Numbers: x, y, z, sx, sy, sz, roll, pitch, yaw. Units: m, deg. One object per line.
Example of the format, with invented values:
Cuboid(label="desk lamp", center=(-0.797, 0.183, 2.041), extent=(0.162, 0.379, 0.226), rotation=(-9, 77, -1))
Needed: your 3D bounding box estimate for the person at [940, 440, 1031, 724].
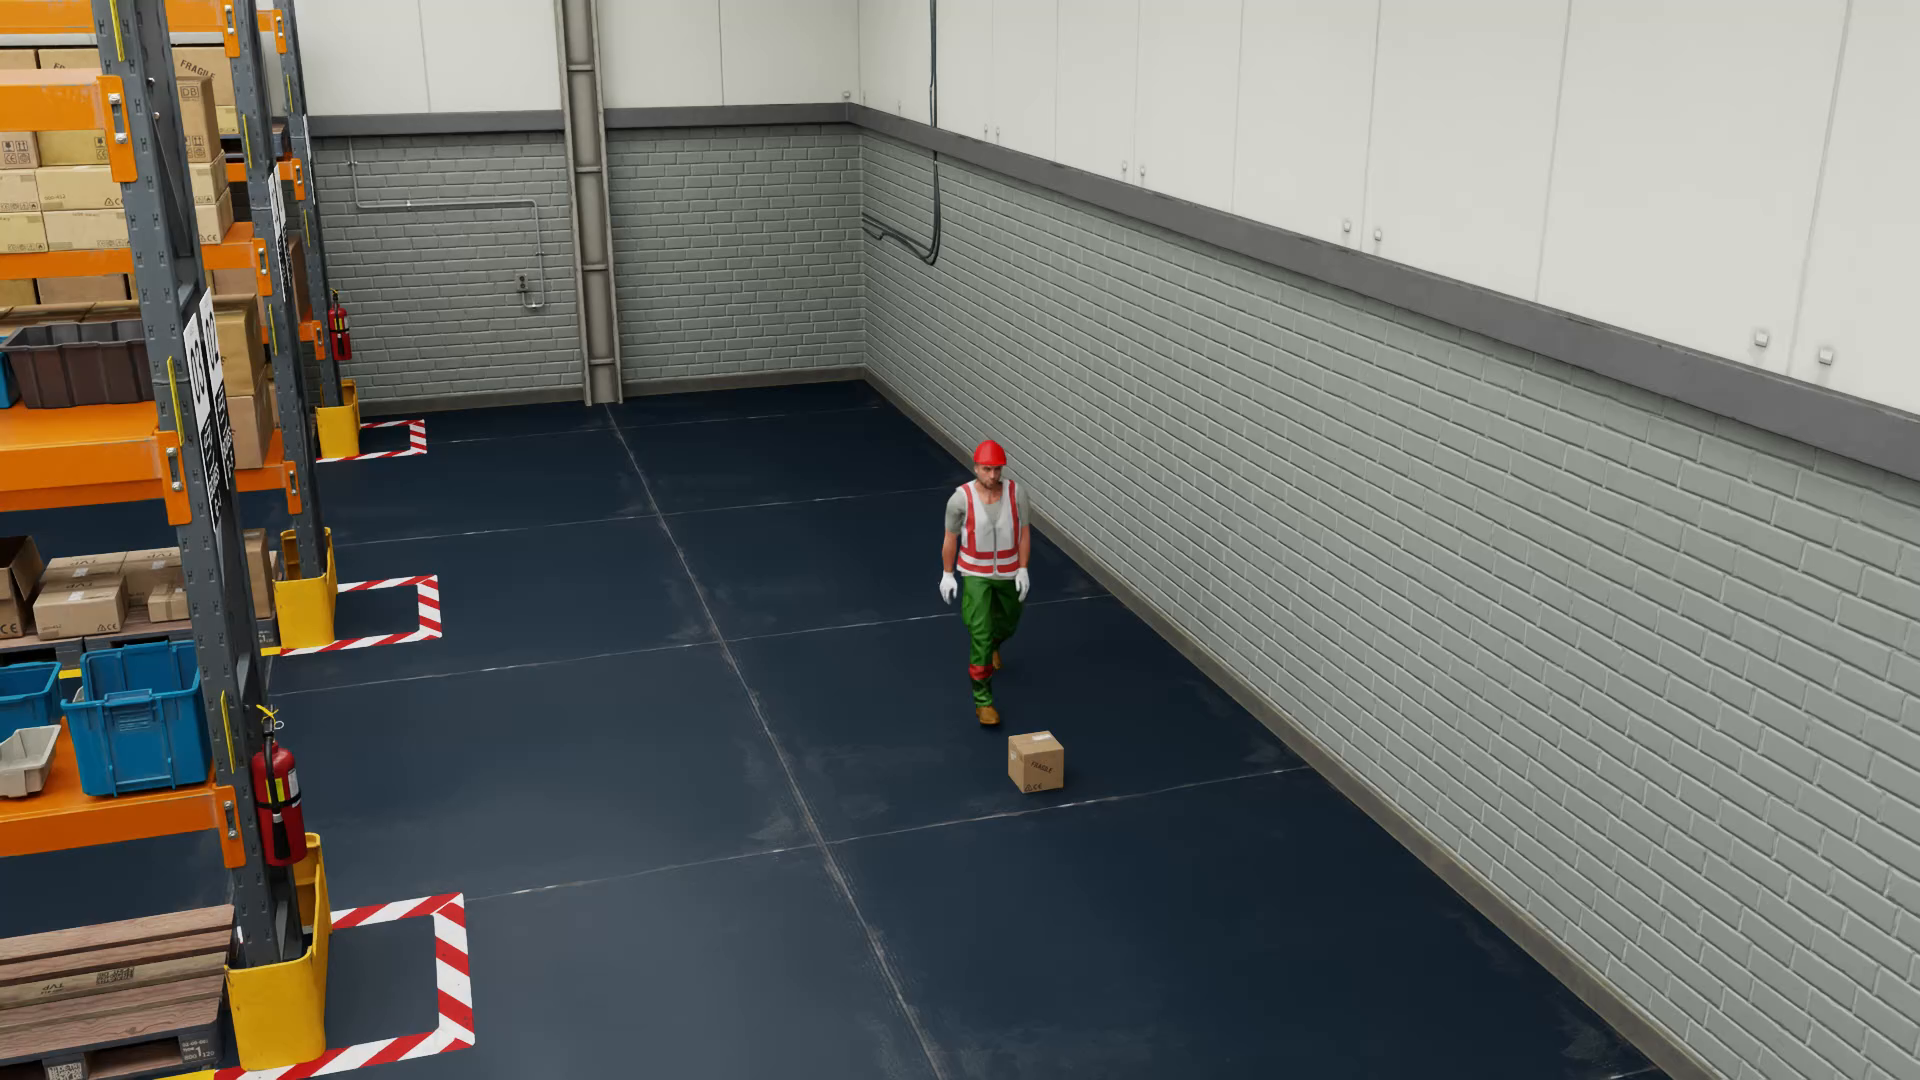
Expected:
Cuboid(label="person", center=(0.155, 0.195, 10.479), extent=(0.565, 1.756, 0.986), rotation=(-5, 20, -15))
